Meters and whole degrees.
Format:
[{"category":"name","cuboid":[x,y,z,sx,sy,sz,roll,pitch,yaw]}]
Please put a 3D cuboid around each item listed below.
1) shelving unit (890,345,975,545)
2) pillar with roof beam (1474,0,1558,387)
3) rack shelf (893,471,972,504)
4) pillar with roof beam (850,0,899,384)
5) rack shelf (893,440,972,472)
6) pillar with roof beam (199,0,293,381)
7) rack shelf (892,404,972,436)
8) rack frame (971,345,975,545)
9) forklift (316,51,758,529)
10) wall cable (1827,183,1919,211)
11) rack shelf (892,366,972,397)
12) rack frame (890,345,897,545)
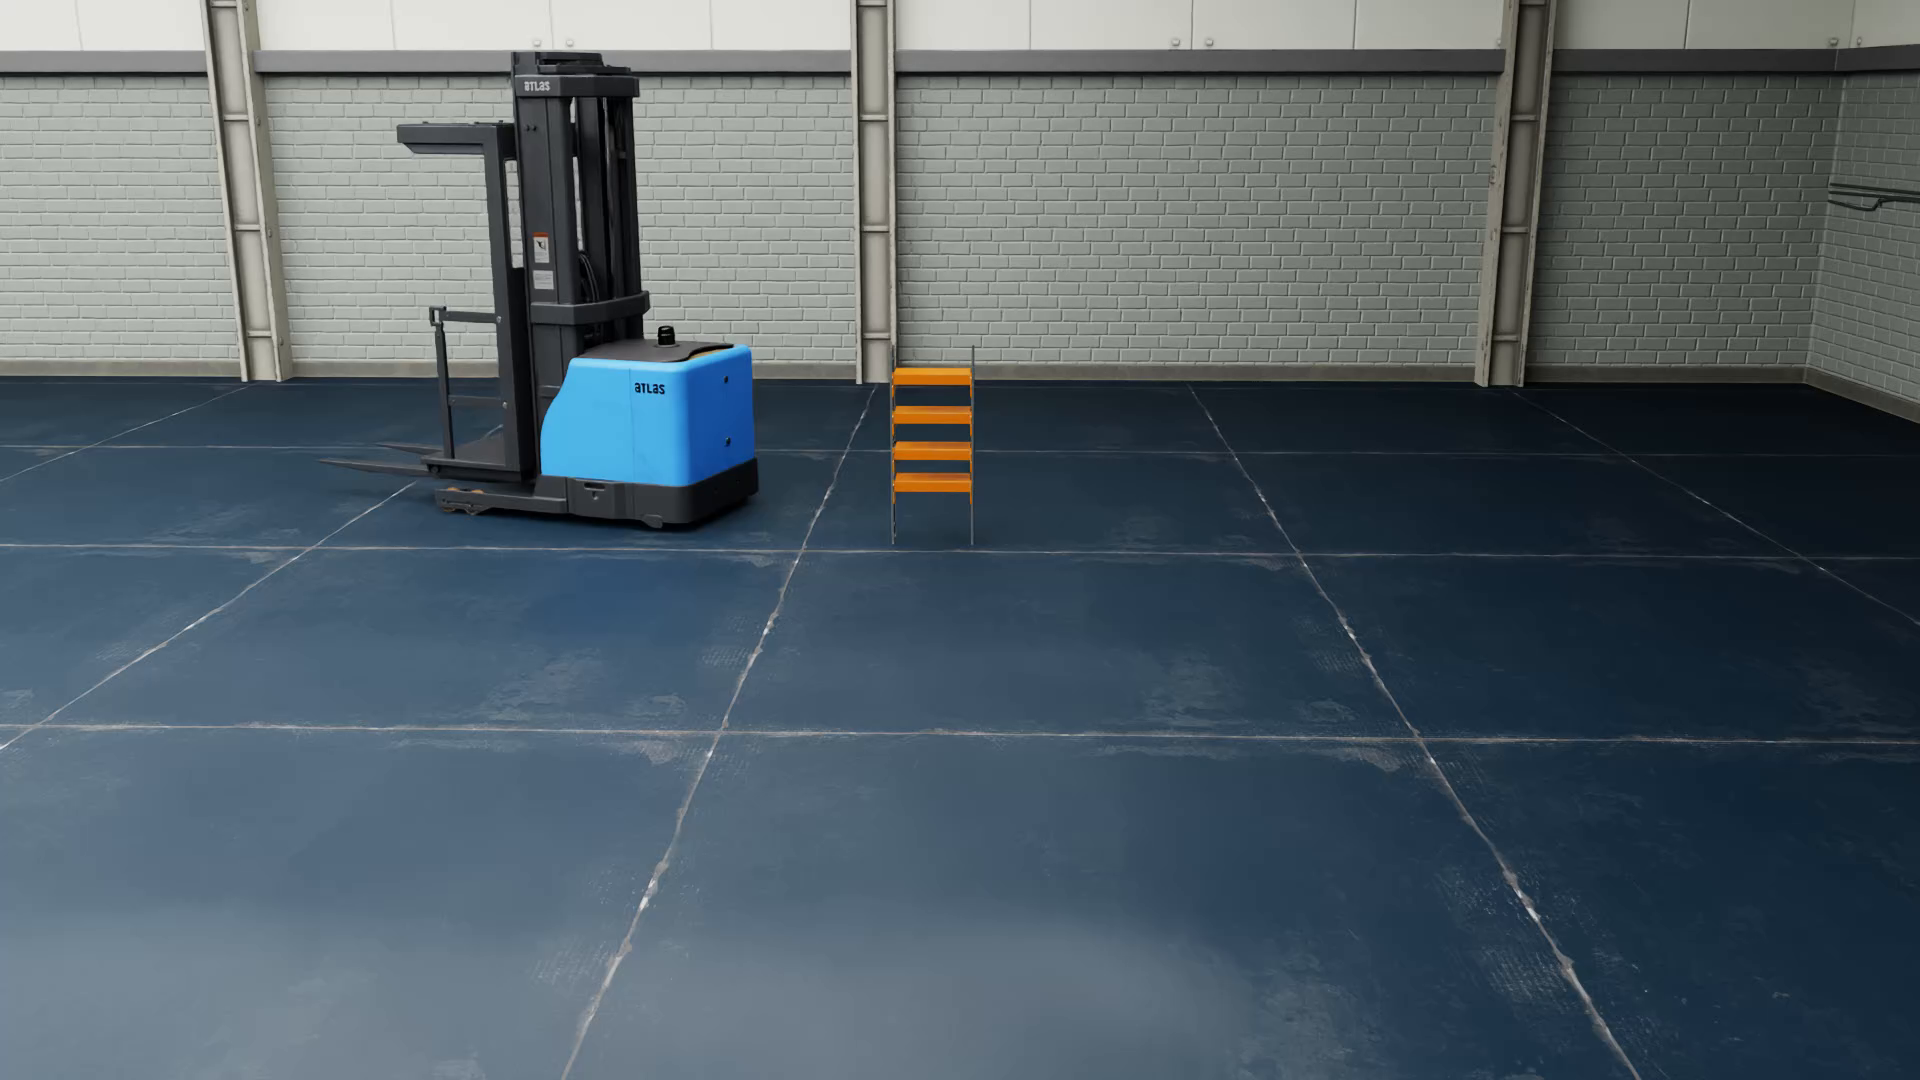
[{"category":"shelving unit","cuboid":[-0.165,-0.581,10.191,0.503,1.200,0.258,0,15,1]},{"category":"pillar with roof beam","cuboid":[5.087,-4.760,10.740,0.400,9.000,9.100,0,15,1]},{"category":"rack shelf","cuboid":[-0.165,-0.324,10.259,0.480,0.148,0.258,0,15,1]},{"category":"pillar with roof beam","cuboid":[-0.911,-4.799,10.888,0.400,9.000,9.100,0,15,1]},{"category":"rack shelf","cuboid":[-0.165,-0.516,10.208,0.480,0.148,0.258,0,15,1]},{"category":"pillar with roof beam","cuboid":[-6.909,-4.838,11.036,0.400,9.000,9.100,0,15,1]},{"category":"rack shelf","cuboid":[-0.165,-0.732,10.151,0.480,0.148,0.258,0,15,1]},{"category":"rack frame","cuboid":[0.078,-0.580,10.185,0.015,1.200,0.240,0,15,1]},{"category":"forklift","cuboid":[-2.944,-1.701,11.042,3.031,2.935,1.130,5,16,20]},{"category":"wall cable","cuboid":[8.109,-4.000,13.946,0.112,2.526,3.097,0,15,1]},{"category":"rack shelf","cuboid":[-0.165,-0.961,10.091,0.480,0.148,0.258,0,15,1]},{"category":"rack frame","cuboid":[-0.409,-0.583,10.197,0.015,1.200,0.240,0,15,1]}]
